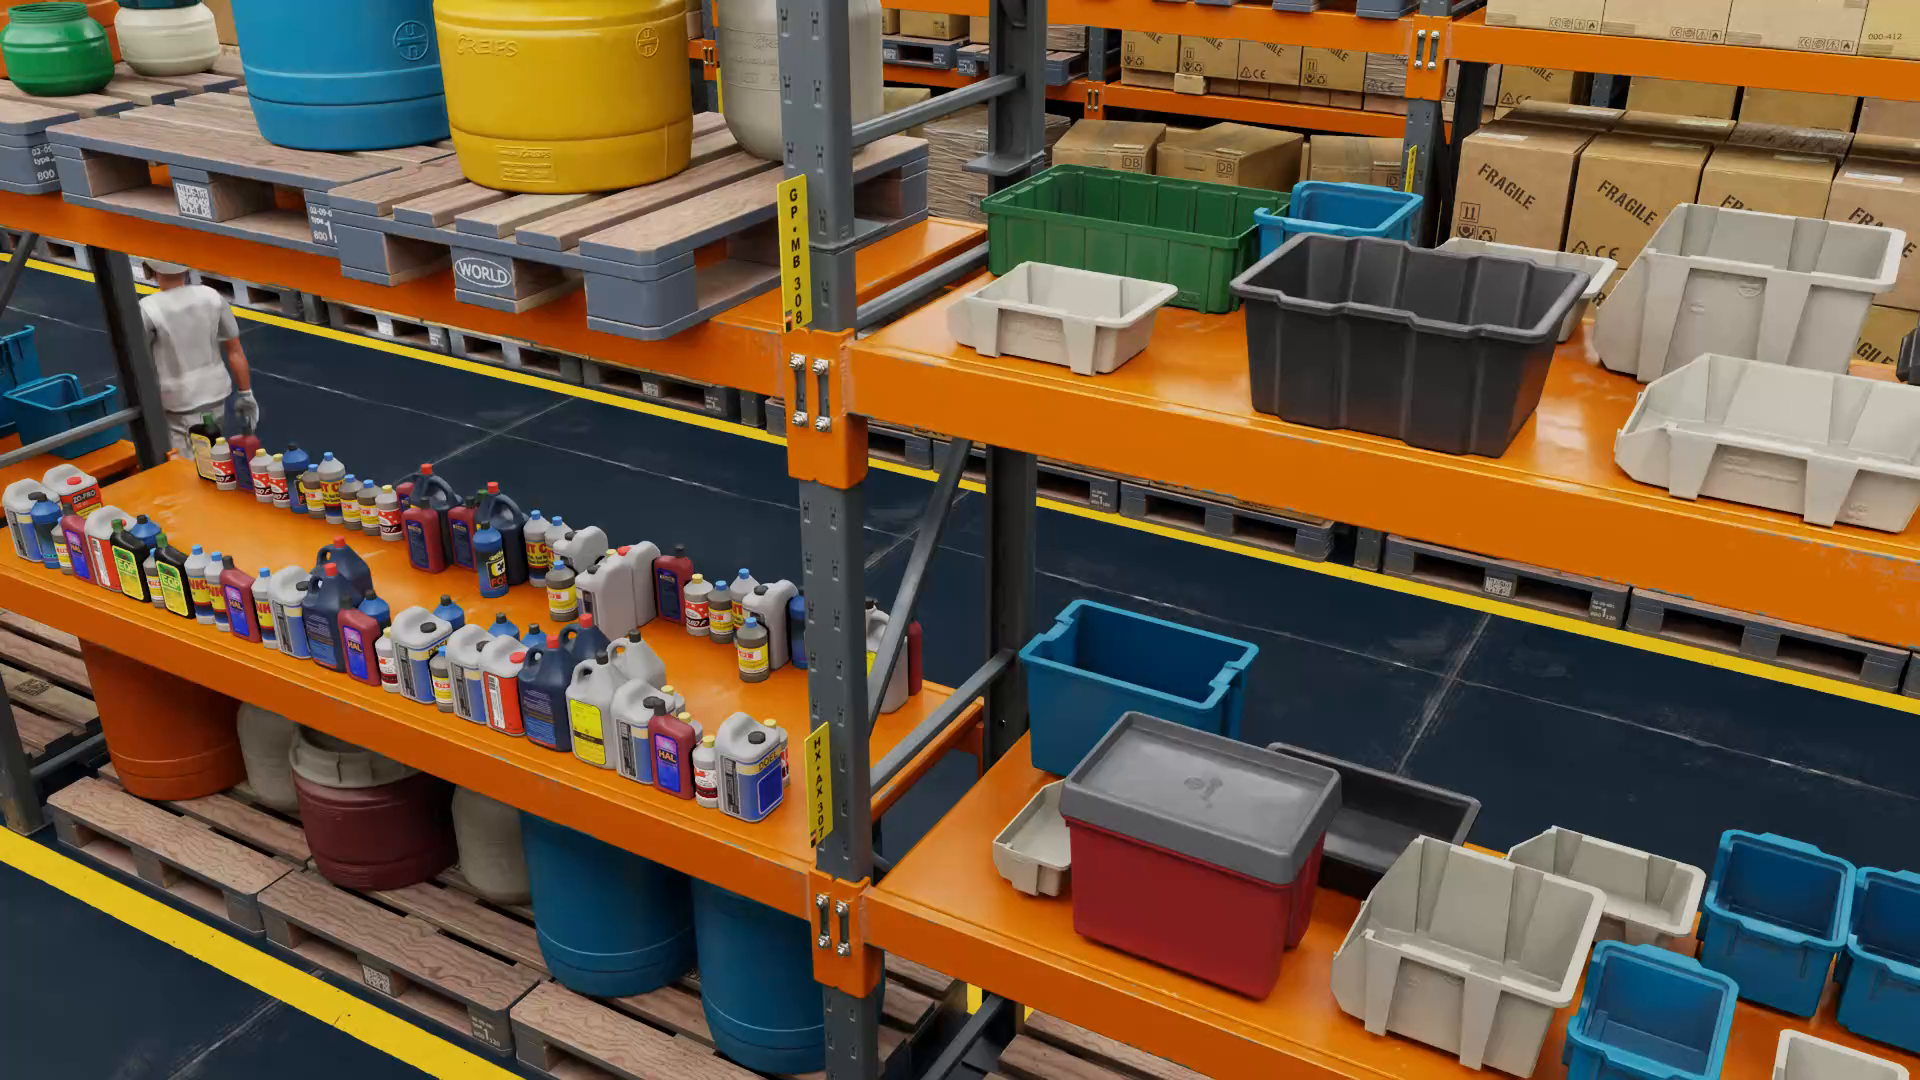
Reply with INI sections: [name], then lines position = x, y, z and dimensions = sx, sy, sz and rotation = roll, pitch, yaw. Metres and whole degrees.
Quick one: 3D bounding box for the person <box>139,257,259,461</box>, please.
[person]
position = -3.955, -0.723, 8.561
dimensions = 0.984, 1.747, 0.520
rotation = 16, 30, 29
